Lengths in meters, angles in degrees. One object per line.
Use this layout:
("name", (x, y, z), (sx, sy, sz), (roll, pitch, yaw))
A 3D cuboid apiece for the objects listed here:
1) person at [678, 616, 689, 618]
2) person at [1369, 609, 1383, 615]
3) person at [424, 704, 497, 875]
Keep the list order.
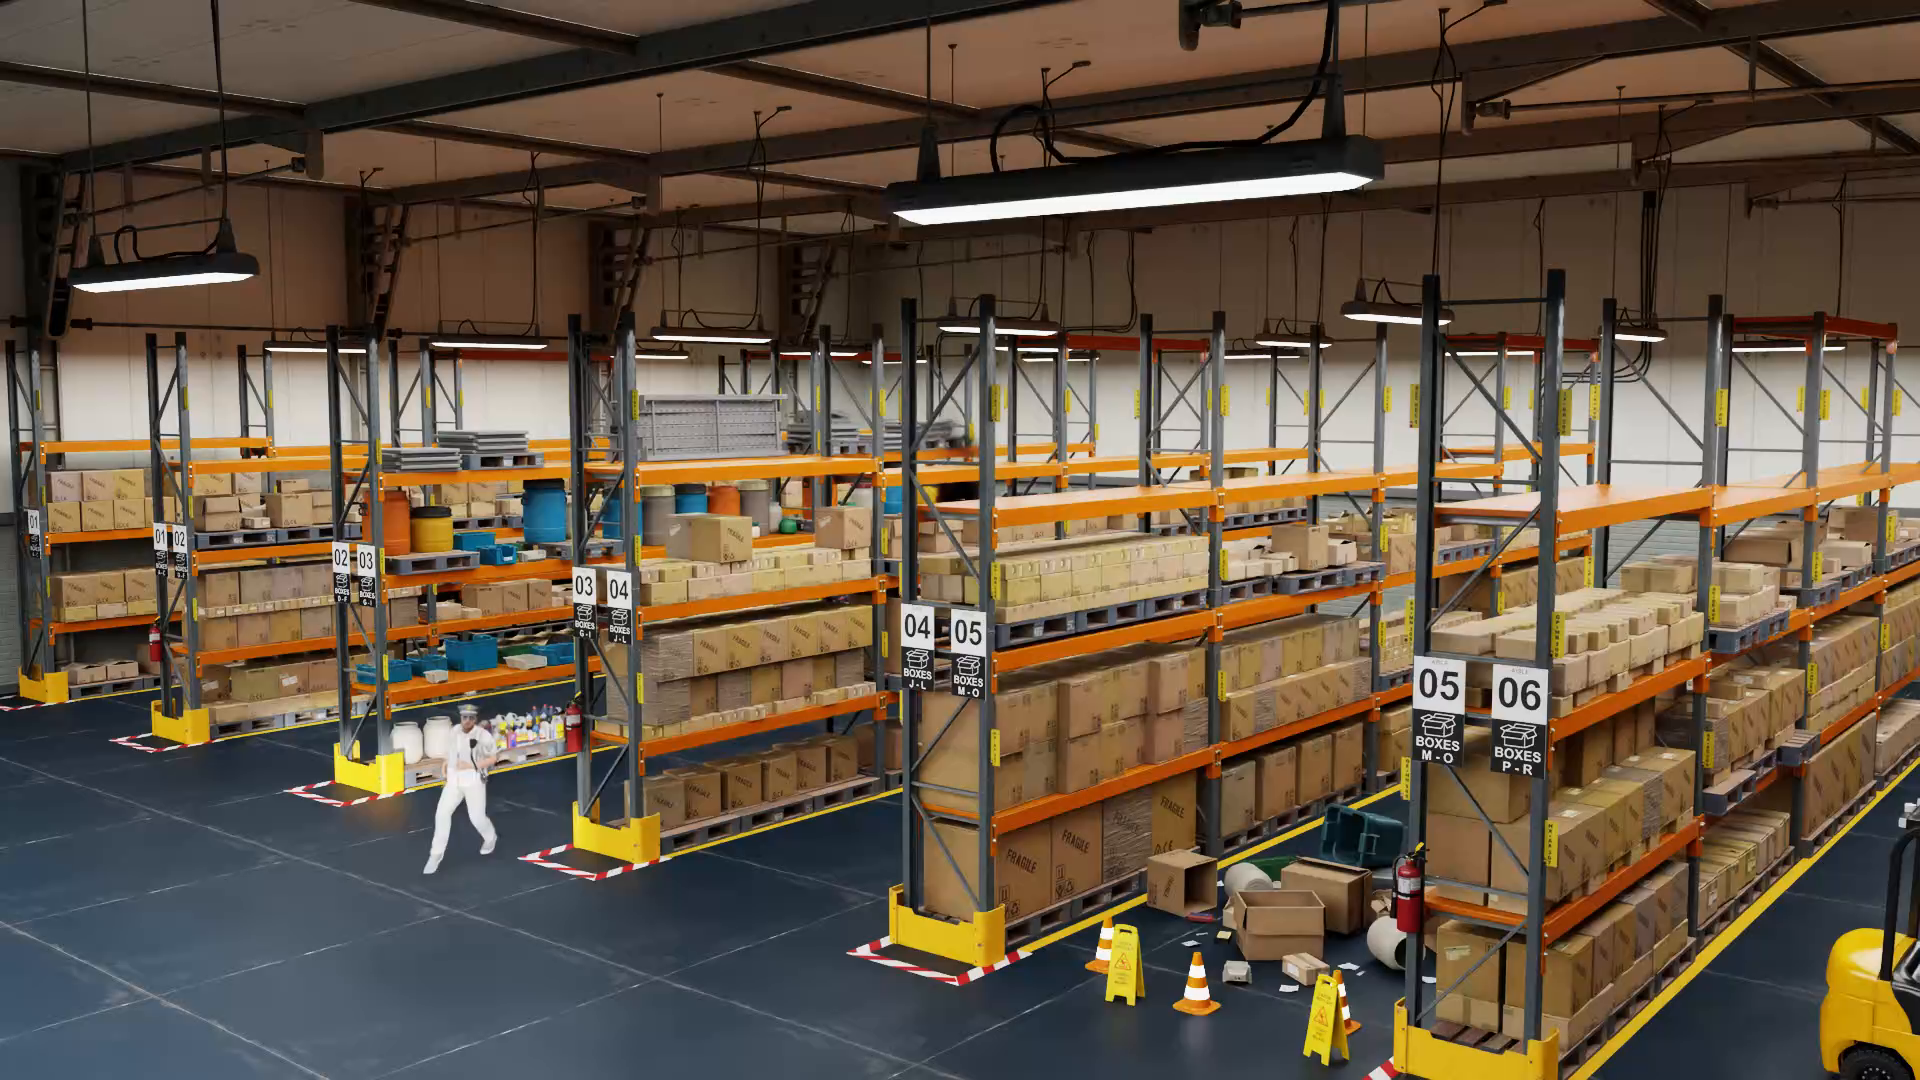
("person", (-4.742, 1.825, 28.056), (0.542, 1.693, 0.701), (4, 6, 34))
("person", (6.611, 1.920, 26.403), (0.732, 1.737, 0.622), (4, 7, 39))
("person", (-5.368, 2.660, 18.139), (0.670, 1.789, 0.969), (1, 5, 10))
